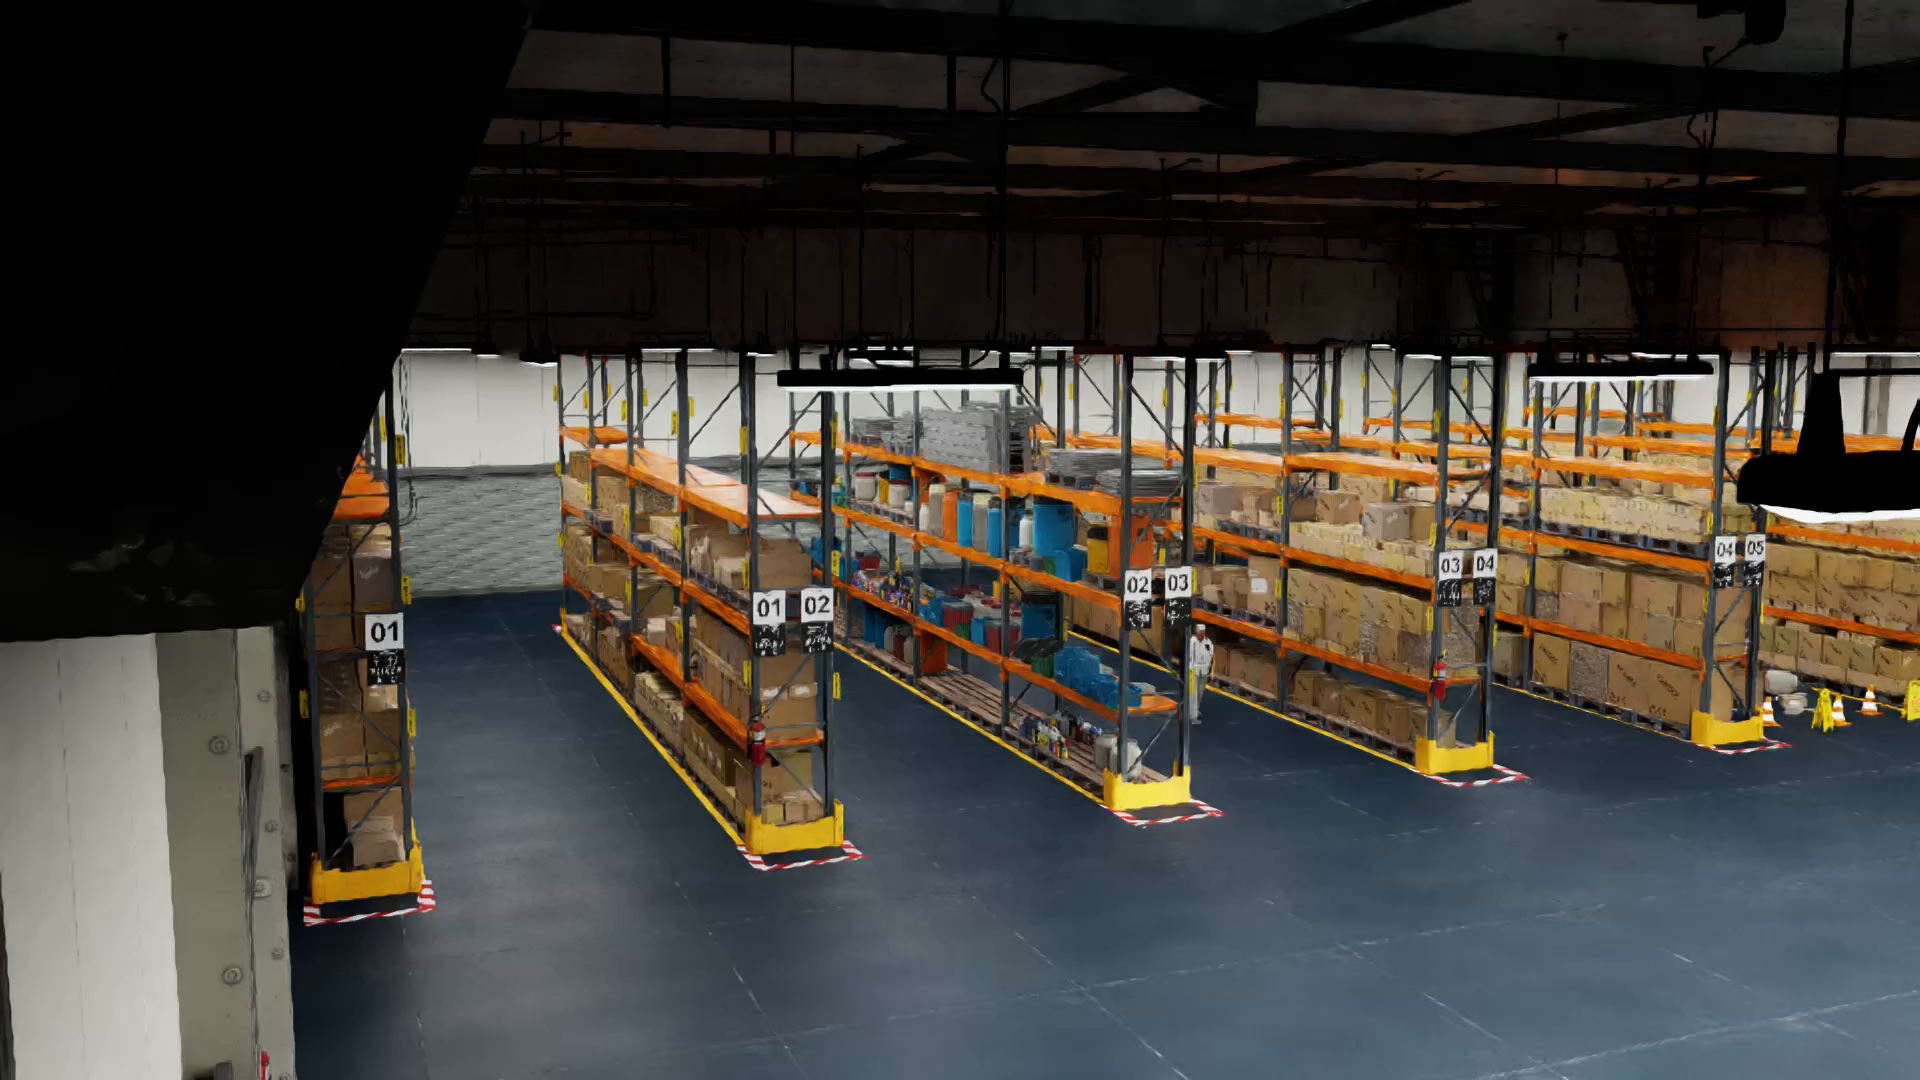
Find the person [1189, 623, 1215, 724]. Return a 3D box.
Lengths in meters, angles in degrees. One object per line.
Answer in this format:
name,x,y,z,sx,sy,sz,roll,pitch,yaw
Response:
person,3.866,2.121,26.840,0.479,1.594,0.977,-2,7,-12

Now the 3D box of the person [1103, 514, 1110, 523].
person,3.701,0.114,42.812,0.625,1.596,0.510,-3,8,-23

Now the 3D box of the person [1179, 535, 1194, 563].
person,4.968,0.754,36.874,0.463,1.782,0.598,-7,10,-44
